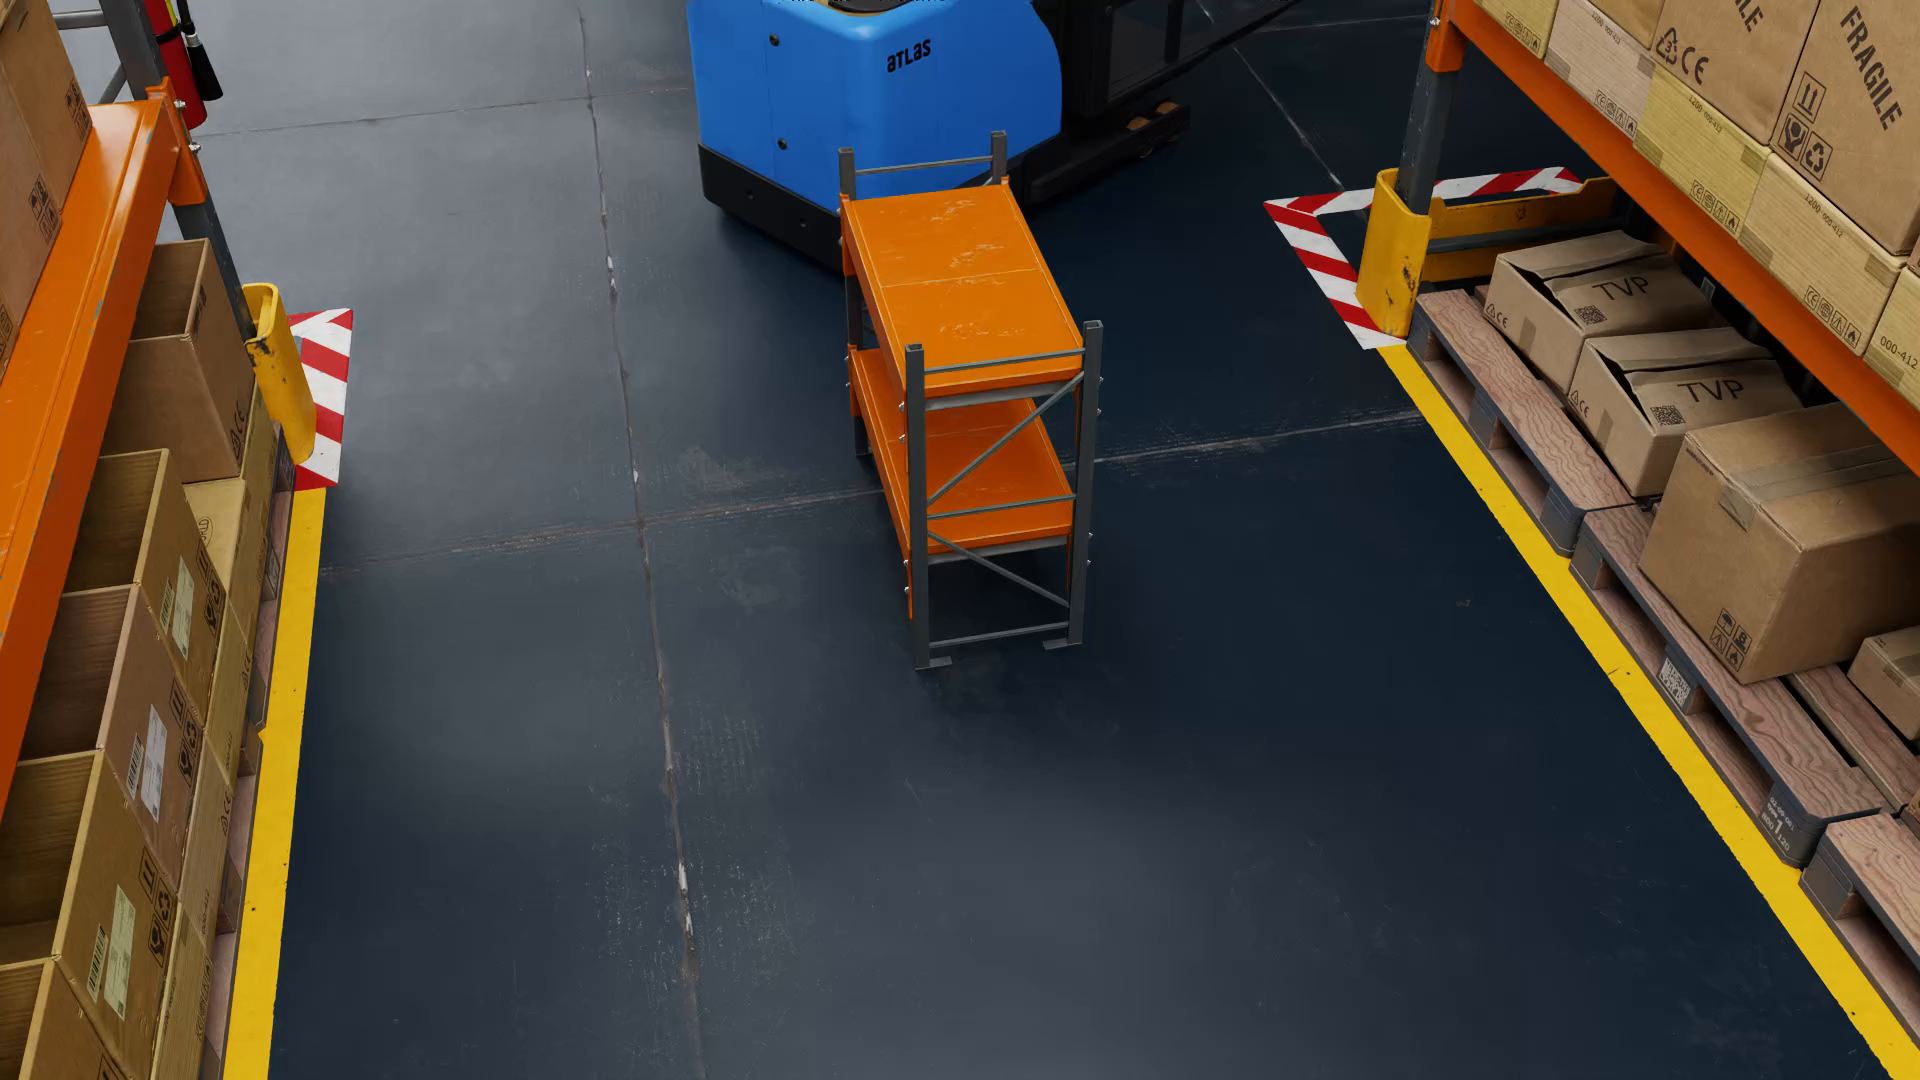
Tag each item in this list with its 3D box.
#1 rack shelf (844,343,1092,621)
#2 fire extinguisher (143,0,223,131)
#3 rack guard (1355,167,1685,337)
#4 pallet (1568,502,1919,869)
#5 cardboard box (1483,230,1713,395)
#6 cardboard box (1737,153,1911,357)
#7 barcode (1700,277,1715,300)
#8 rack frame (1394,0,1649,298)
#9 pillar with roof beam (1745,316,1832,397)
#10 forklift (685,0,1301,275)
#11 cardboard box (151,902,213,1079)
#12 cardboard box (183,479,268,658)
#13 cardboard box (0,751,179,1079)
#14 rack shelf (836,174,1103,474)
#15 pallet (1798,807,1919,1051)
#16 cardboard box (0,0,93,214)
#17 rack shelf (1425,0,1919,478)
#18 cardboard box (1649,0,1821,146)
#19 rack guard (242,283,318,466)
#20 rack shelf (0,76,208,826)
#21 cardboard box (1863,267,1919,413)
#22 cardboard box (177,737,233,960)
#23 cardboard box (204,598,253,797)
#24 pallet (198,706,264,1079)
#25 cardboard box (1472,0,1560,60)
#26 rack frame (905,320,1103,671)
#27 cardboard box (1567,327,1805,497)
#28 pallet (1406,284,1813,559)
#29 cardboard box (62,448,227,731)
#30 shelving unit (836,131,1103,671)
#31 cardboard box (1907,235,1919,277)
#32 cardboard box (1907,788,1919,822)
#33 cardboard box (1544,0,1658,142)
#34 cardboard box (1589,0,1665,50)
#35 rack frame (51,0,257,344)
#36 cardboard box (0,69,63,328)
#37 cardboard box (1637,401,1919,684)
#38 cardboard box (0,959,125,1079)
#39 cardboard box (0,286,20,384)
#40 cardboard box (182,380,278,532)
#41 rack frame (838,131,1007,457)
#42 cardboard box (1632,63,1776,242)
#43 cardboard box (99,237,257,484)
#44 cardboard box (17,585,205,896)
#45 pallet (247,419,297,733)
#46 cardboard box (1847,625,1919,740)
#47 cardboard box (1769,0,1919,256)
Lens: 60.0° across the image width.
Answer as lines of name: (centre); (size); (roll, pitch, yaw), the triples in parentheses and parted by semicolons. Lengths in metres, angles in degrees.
rack shelf: (0.001, -0.233, 5.034); (0.538, 0.278, 1.000); (-8, 42, -9)
fire extinguisher: (-2.333, -1.502, 4.741); (0.296, 0.674, 0.183); (-8, 42, -9)
rack guard: (2.091, -1.116, 6.131); (1.175, 0.500, 0.348); (-8, 42, -9)
pallet: (2.492, 0.313, 4.739); (1.003, 0.211, 1.213); (-8, 42, -9)
cardboard box: (2.136, -0.798, 5.583); (0.500, 0.311, 0.500); (-13, 43, -14)
cardboard box: (2.207, -0.696, 3.873); (0.500, 0.250, 0.500); (-8, 42, -9)
barcode: (2.531, -0.847, 5.632); (0.001, 0.075, 0.075); (-8, 42, -9)
rack frame: (2.075, -2.100, 5.356); (1.000, 3.000, 0.127); (-8, 42, -9)
pillar with roof beam: (-1.133, -3.397, 2.298); (9.100, 9.000, 0.400); (-8, 42, -9)
forklift: (0.345, -2.936, 6.349); (1.130, 2.935, 3.031); (32, 51, 31)
cardboard box: (-1.908, 1.082, 3.526); (0.500, 0.250, 0.500); (-8, 42, -9)
cardboard box: (-2.238, 0.111, 4.620); (0.500, 0.250, 0.500); (-8, 42, -9)
cardboard box: (-1.908, 0.802, 3.277); (0.500, 0.500, 0.500); (-8, 42, -9)
rack shelf: (0.001, -0.635, 4.677); (0.538, 0.278, 1.000); (-8, 42, -9)
pallet: (2.759, 1.105, 3.846); (1.003, 0.211, 1.213); (-8, 42, -9)
cardboard box: (-2.673, -1.121, 4.178); (0.700, 0.500, 0.500); (-8, 42, -9)
rack shelf: (2.506, -0.535, 4.135); (1.077, 0.370, 4.000); (-8, 42, -9)
cardboard box: (2.087, -1.322, 4.013); (0.500, 0.500, 0.500); (-10, 42, -11)
rack guard: (-2.767, -0.469, 5.401); (1.175, 0.500, 0.348); (-8, 42, -9)
rack shelf: (-2.330, 0.177, 3.332); (1.077, 0.370, 4.000); (-8, 42, -9)
cardboard box: (2.317, -0.370, 3.506); (0.500, 0.250, 0.500); (-9, 42, -10)
cardboard box: (-2.022, 0.759, 3.890); (0.500, 0.250, 0.500); (-8, 42, -9)
cardboard box: (-2.128, 0.435, 4.256); (0.500, 0.250, 0.500); (-8, 42, -9)
pallet: (-2.296, 0.934, 4.039); (1.003, 0.211, 1.213); (-8, 42, -9)
cardboard box: (1.870, -1.690, 4.992); (0.500, 0.250, 0.500); (-9, 42, -11)
rack frame: (0.111, -0.087, 4.500); (0.500, 1.125, 0.032); (-8, 42, -9)
cardboard box: (2.259, -0.428, 5.167); (0.500, 0.311, 0.500); (-5, 42, -6)
pallet: (2.232, -0.476, 5.628); (1.003, 0.211, 1.213); (-8, 42, -9)
cardboard box: (-2.125, 0.154, 4.007); (0.500, 0.500, 0.500); (-8, 42, -9)
shelving unit: (0.001, -0.416, 4.872); (0.538, 1.125, 1.048); (-8, 42, -9)
cardboard box: (2.322, -0.652, 3.258); (0.500, 0.500, 0.500); (-9, 42, -11)
cardboard box: (2.675, 0.596, 3.871); (0.500, 0.500, 0.500); (-11, 43, -12)
cardboard box: (1.996, -1.355, 4.615); (0.500, 0.250, 0.500); (-10, 42, -11)
cardboard box: (1.981, -1.658, 4.391); (0.500, 0.500, 0.500); (-8, 42, -9)
rack frame: (-2.762, -1.388, 4.554); (1.000, 3.000, 0.127); (-8, 42, -9)
cardboard box: (-2.555, -0.781, 3.795); (0.700, 0.500, 0.500); (-7, 42, -8)
cardboard box: (2.369, -0.016, 4.560); (0.700, 0.500, 0.500); (-11, 43, -12)
cardboard box: (-1.808, 1.127, 2.911); (0.500, 0.500, 0.500); (-8, 42, -9)
cardboard box: (-2.454, -0.459, 3.432); (0.700, 0.500, 0.500); (-8, 42, -9)
cardboard box: (-2.357, -0.211, 4.984); (0.500, 0.250, 0.500); (-8, 42, -9)
rack frame: (-0.108, -0.746, 5.243); (0.500, 1.125, 0.032); (-8, 42, -9)
cardboard box: (2.100, -1.024, 4.242); (0.500, 0.250, 0.500); (-9, 42, -10)
cardboard box: (-2.355, -0.492, 4.735); (0.500, 0.500, 0.500); (-8, 42, -9)
cardboard box: (-2.018, 0.478, 3.642); (0.500, 0.500, 0.500); (-8, 42, -9)
pallet: (-2.556, 0.144, 4.928); (1.003, 0.211, 1.213); (-8, 42, -9)
cardboard box: (2.612, 0.355, 4.407); (0.380, 0.149, 0.250); (-12, 43, -13)
cardboard box: (2.210, -0.989, 3.638); (0.500, 0.500, 0.500); (-7, 42, -8)
